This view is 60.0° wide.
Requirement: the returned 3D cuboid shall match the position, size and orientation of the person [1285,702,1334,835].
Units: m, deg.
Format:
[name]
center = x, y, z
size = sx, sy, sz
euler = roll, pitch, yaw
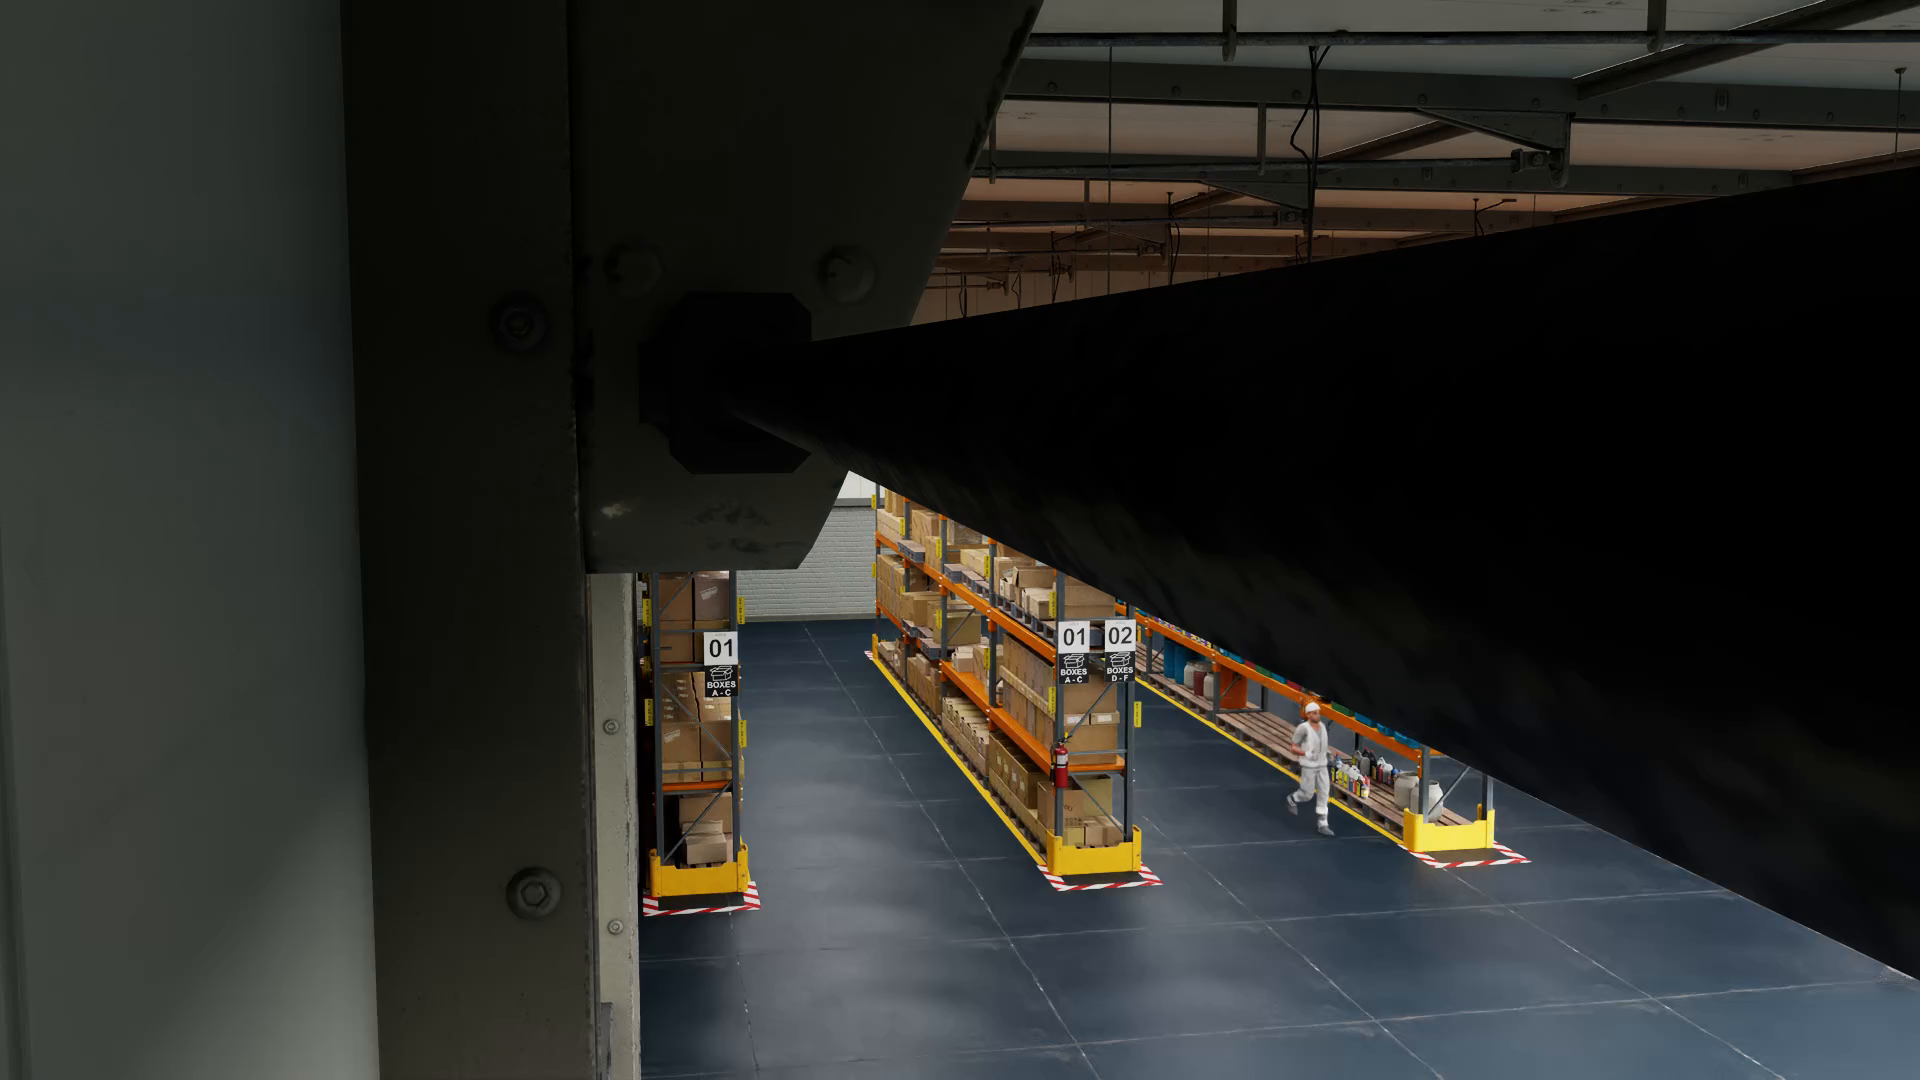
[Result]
[person]
center = 4.836, 3.099, 22.769
size = 0.658, 1.768, 0.971
euler = -3, 6, -24
